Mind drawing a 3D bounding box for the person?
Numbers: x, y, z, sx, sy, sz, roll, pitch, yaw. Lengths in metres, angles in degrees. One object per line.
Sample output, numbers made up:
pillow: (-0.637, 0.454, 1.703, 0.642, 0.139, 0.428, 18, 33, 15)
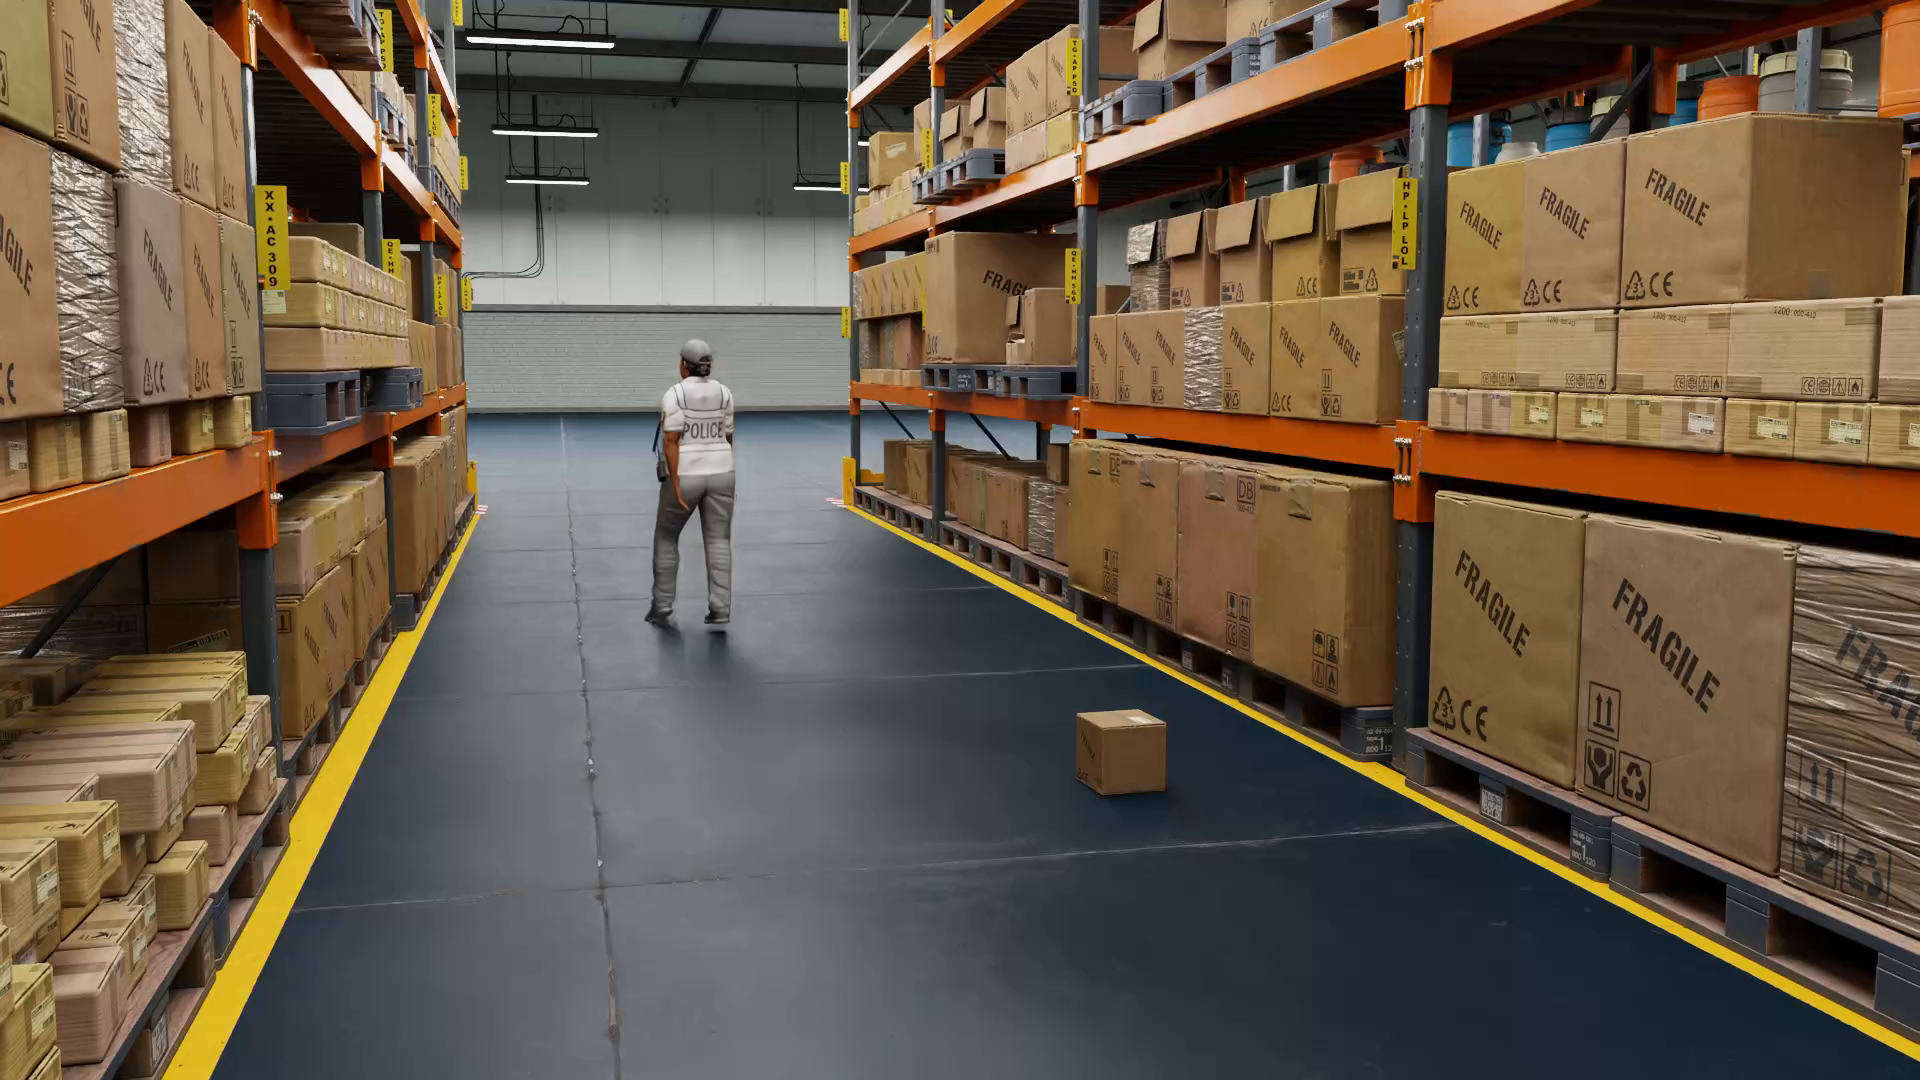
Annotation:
person: (-1.541, -0.309, 9.656, 0.472, 1.705, 0.757, -4, 7, -30)
